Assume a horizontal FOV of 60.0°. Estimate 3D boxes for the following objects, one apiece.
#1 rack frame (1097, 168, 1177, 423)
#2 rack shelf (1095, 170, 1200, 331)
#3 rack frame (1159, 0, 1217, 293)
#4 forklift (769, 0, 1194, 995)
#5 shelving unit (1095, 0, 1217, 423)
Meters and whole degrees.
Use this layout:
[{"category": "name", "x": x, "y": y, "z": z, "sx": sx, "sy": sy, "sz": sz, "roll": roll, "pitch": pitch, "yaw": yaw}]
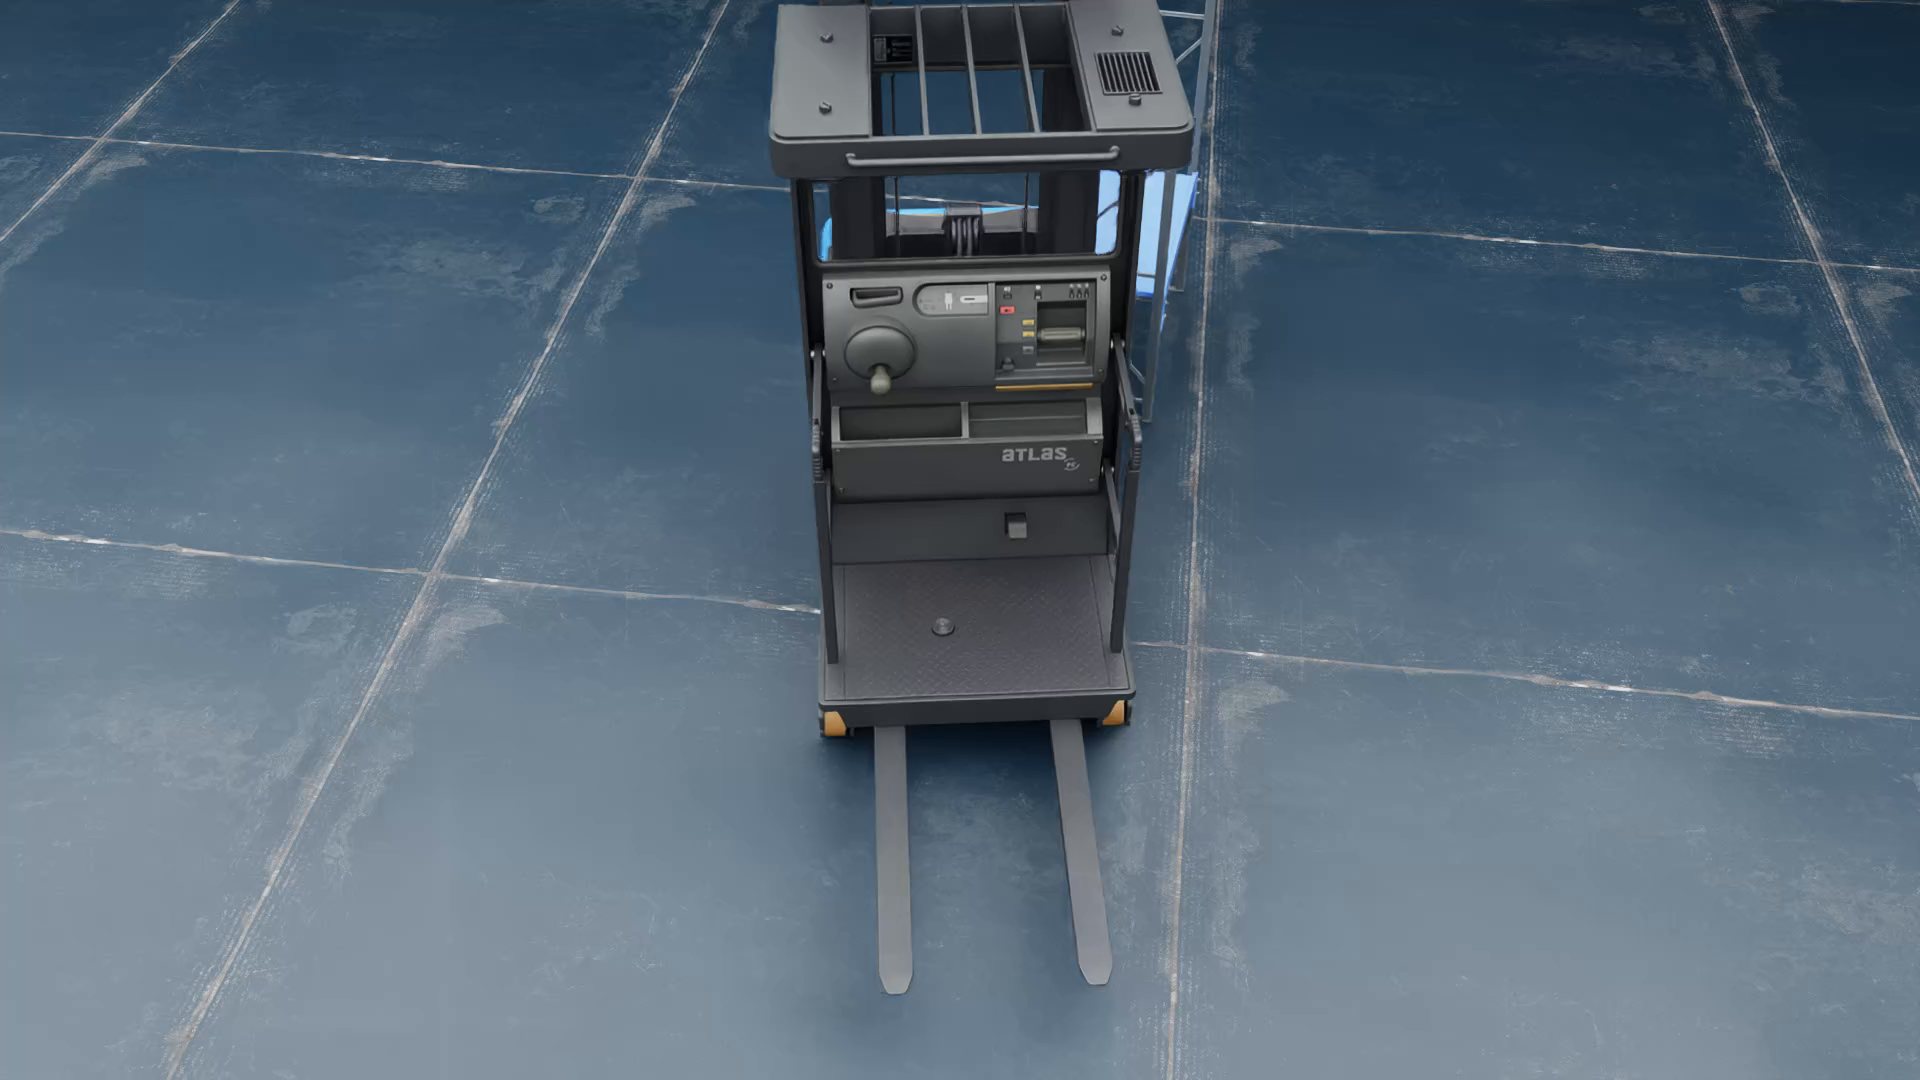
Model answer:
[{"category": "rack frame", "x": 0.596, "y": -1.107, "z": 6.829, "sx": 0.500, "sy": 1.500, "sz": 0.032, "roll": 10, "pitch": 44, "yaw": 10}, {"category": "rack shelf", "x": 0.716, "y": -1.316, "z": 7.311, "sx": 0.538, "sy": 0.185, "sz": 1.000, "roll": 10, "pitch": 44, "yaw": 10}, {"category": "rack frame", "x": 0.836, "y": -1.786, "z": 7.546, "sx": 0.500, "sy": 1.500, "sz": 0.032, "roll": 10, "pitch": 44, "yaw": 10}, {"category": "forklift", "x": 0.037, "y": -0.591, "z": 5.242, "sx": 1.130, "sy": 2.935, "sz": 3.031, "roll": -2, "pitch": 43, "yaw": -2}, {"category": "shelving unit", "x": 0.716, "y": -1.447, "z": 7.187, "sx": 0.538, "sy": 1.500, "sz": 1.048, "roll": 10, "pitch": 44, "yaw": 10}]
